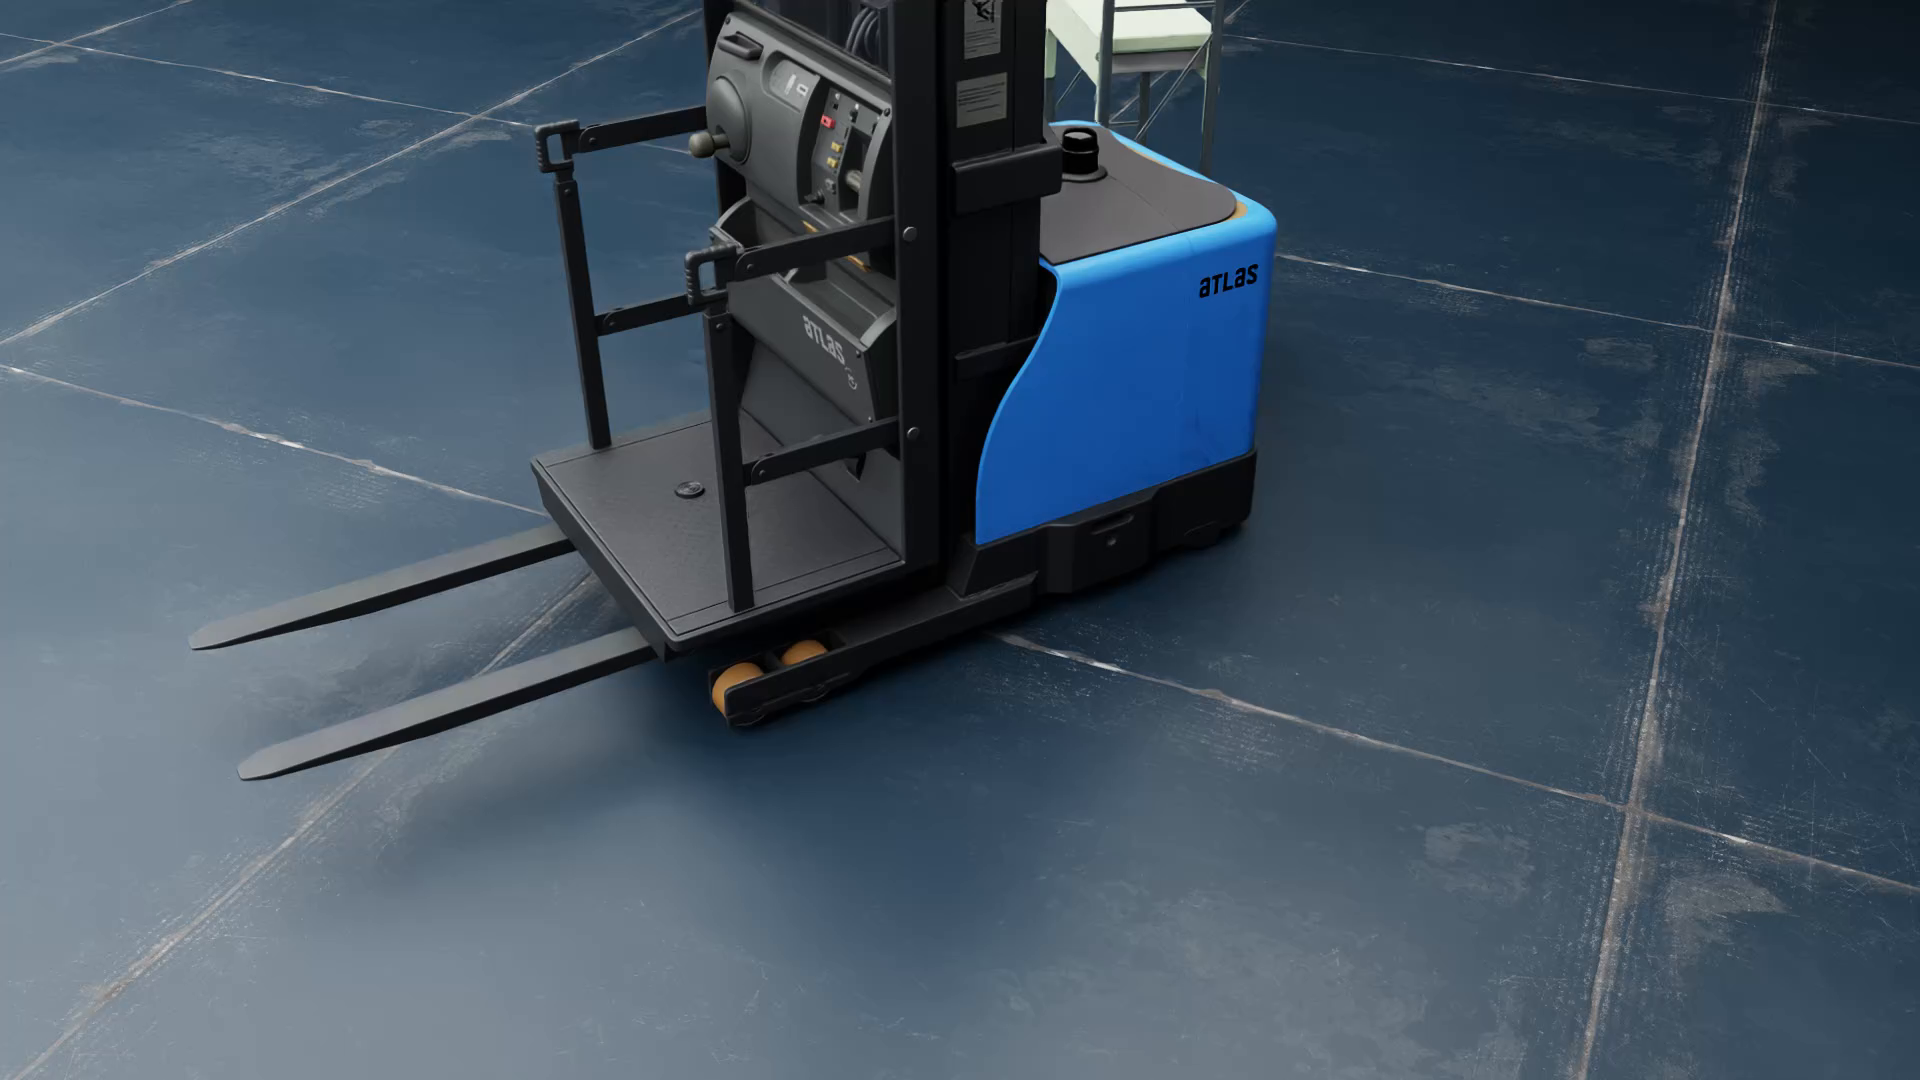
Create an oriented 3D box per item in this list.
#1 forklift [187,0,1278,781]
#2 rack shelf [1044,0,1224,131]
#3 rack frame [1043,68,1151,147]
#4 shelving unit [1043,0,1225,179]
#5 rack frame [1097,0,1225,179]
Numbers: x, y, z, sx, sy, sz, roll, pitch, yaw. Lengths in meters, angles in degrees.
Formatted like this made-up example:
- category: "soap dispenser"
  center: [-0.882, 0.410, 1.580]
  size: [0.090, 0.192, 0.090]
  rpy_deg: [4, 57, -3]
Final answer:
- category: "forklift"
  center: [-0.602, -1.057, 4.189]
  size: [3.031, 2.935, 1.130]
  rpy_deg: [-19, 38, -26]
- category: "rack shelf"
  center: [0.579, -1.681, 5.733]
  size: [0.431, 0.370, 0.720]
  rpy_deg: [-6, 34, -9]
- category: "rack frame"
  center: [0.509, -1.551, 6.248]
  size: [0.400, 1.500, 0.023]
  rpy_deg: [-6, 34, -9]
- category: "shelving unit"
  center: [0.579, -1.354, 5.947]
  size: [0.431, 1.500, 0.755]
  rpy_deg: [-6, 34, -9]
- category: "rack frame"
  center: [0.649, -1.157, 5.647]
  size: [0.400, 1.500, 0.023]
  rpy_deg: [-6, 34, -9]
